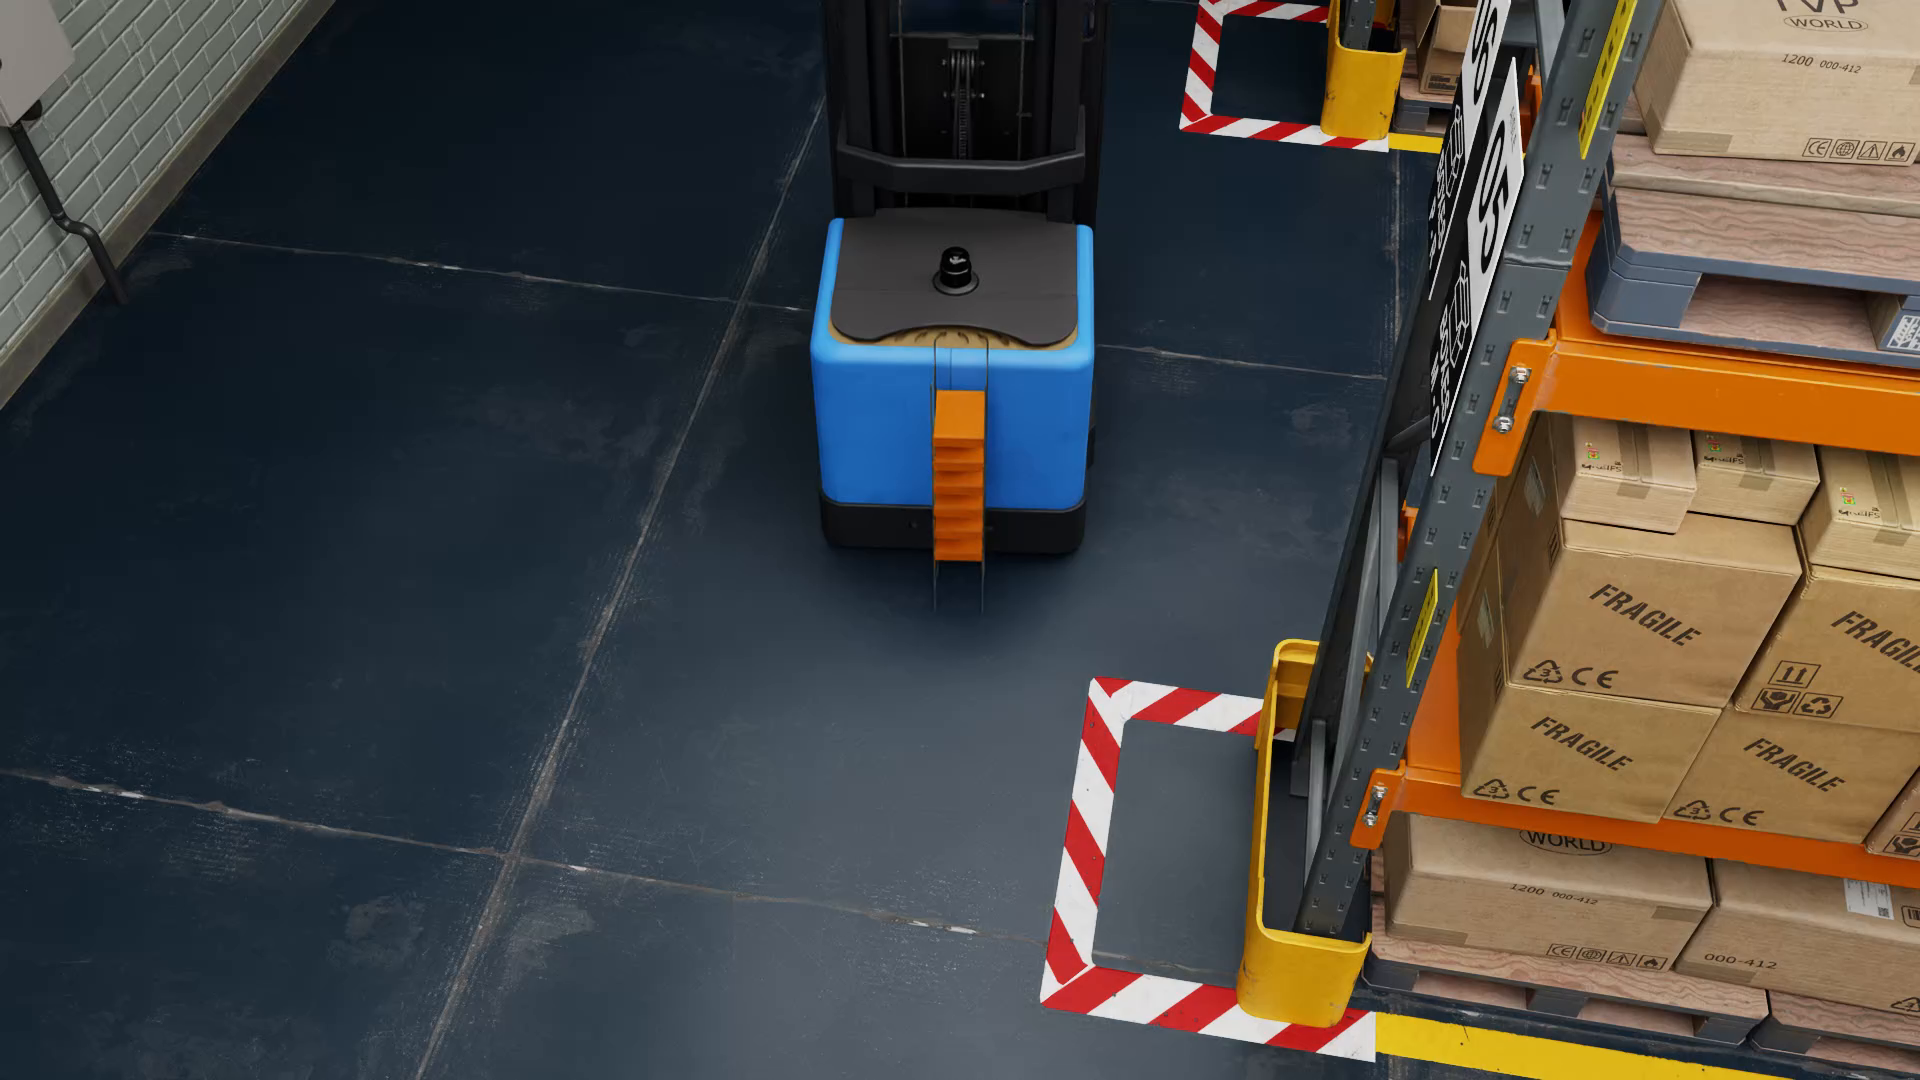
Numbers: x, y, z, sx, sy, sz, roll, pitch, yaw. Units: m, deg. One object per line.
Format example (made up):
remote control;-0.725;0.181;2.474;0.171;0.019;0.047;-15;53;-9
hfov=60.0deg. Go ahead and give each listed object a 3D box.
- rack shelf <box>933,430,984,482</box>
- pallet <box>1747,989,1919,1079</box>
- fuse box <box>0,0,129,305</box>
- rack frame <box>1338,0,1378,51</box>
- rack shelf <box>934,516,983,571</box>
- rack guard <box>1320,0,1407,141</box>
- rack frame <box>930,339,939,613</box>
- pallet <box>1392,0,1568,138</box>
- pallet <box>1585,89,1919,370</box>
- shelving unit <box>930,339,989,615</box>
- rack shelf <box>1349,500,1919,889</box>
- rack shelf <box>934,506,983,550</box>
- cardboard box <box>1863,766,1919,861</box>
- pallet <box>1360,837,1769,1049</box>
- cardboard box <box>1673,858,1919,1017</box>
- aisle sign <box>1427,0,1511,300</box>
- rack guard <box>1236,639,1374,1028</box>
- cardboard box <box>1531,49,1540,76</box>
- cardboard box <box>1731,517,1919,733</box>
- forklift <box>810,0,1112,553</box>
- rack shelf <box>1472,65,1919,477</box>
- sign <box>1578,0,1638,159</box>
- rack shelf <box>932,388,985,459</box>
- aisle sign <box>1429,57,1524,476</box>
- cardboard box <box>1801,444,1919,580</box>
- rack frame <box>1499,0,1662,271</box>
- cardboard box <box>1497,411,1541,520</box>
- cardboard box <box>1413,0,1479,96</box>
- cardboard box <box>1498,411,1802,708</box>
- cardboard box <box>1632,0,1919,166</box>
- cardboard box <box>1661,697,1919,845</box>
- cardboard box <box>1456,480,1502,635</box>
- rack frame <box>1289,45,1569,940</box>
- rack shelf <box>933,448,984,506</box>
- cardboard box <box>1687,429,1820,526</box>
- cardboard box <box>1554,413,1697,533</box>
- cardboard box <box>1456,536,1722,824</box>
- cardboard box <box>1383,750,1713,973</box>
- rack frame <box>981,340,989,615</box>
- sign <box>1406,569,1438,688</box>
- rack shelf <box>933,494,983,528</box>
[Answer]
rack shelf;-0.001;-0.332;5.951;0.180;0.103;0.258;2;48;2
pallet;3.180;1.263;5.445;1.213;0.211;1.003;8;49;7
fuse box;-3.854;-1.697;7.097;0.414;1.711;0.539;8;49;7
rack frame;2.061;-3.514;7.863;0.127;3.000;1.000;8;49;7
rack shelf;-0.001;-0.012;6.308;0.180;0.103;0.258;2;48;2
rack guard;2.136;-2.669;8.784;0.348;0.500;1.175;8;49;7
rack frame;-0.092;-0.205;6.099;0.006;1.200;0.240;2;48;2
pallet;2.920;-2.467;8.797;1.213;0.211;1.003;8;49;7
pallet;1.914;-0.763;3.434;1.213;0.211;1.003;8;49;7
shelving unit;-0.001;-0.202;6.096;0.189;1.200;0.258;2;48;2
rack shelf;3.150;0.624;4.628;4.000;0.370;1.077;8;49;7
rack shelf;-0.001;-0.092;6.219;0.180;0.103;0.258;2;48;2
cardboard box;2.603;0.487;4.201;0.500;0.500;0.500;7;48;7
pallet;1.983;1.100;5.592;1.213;0.211;1.003;8;49;7
cardboard box;2.751;0.964;5.279;0.875;0.438;0.875;9;49;8
aisle sign;1.166;-0.986;3.844;0.004;0.787;0.394;8;49;7
rack guard;1.158;0.952;5.531;0.348;0.500;1.175;8;49;7
cardboard box;3.057;-2.467;8.556;0.250;0.149;0.380;6;48;5
cardboard box;2.113;0.087;3.888;0.500;0.500;0.500;6;48;6
forklift;0.033;-2.017;6.564;1.130;2.935;3.031;2;48;2
rack shelf;3.150;-0.378;3.512;4.000;0.370;1.077;8;49;7
sign;1.077;-0.796;2.763;0.005;0.325;0.100;8;49;7
rack shelf;-0.001;-0.412;5.861;0.180;0.103;0.258;2;48;2
aisle sign;1.059;-0.547;3.449;0.004;0.787;0.394;8;49;7
cardboard box;1.988;-0.114;3.633;0.250;0.149;0.380;9;49;8
rack frame;1.182;-1.886;2.367;0.127;3.000;1.000;8;49;7
cardboard box;1.699;-0.359;4.288;0.500;0.500;0.500;9;49;8
cardboard box;2.646;-2.670;8.501;0.637;0.503;0.797;6;48;5
cardboard box;1.604;0.024;3.945;0.500;0.500;0.500;7;48;6
cardboard box;1.641;-1.013;3.350;0.500;0.250;0.500;4;48;3
cardboard box;2.106;0.406;4.273;0.500;0.500;0.500;7;48;6
cardboard box;1.704;-0.044;4.678;0.500;0.500;0.500;8;49;7
rack frame;1.182;0.119;4.598;0.127;3.000;1.000;8;49;7
rack shelf;-0.001;-0.252;6.040;0.180;0.103;0.258;2;48;2
cardboard box;1.753;-0.233;3.739;0.250;0.149;0.380;9;49;8
cardboard box;1.482;-0.215;3.723;0.250;0.149;0.380;9;49;8
cardboard box;1.603;0.360;4.315;0.500;0.500;0.500;7;48;7
cardboard box;1.849;0.850;5.382;0.875;0.438;0.875;6;48;6
rack frame;0.091;-0.199;6.094;0.006;1.200;0.240;2;48;2
sign;1.077;0.209;3.882;0.005;0.325;0.100;8;49;7
rack shelf;-0.001;-0.172;6.129;0.180;0.103;0.258;2;48;2
